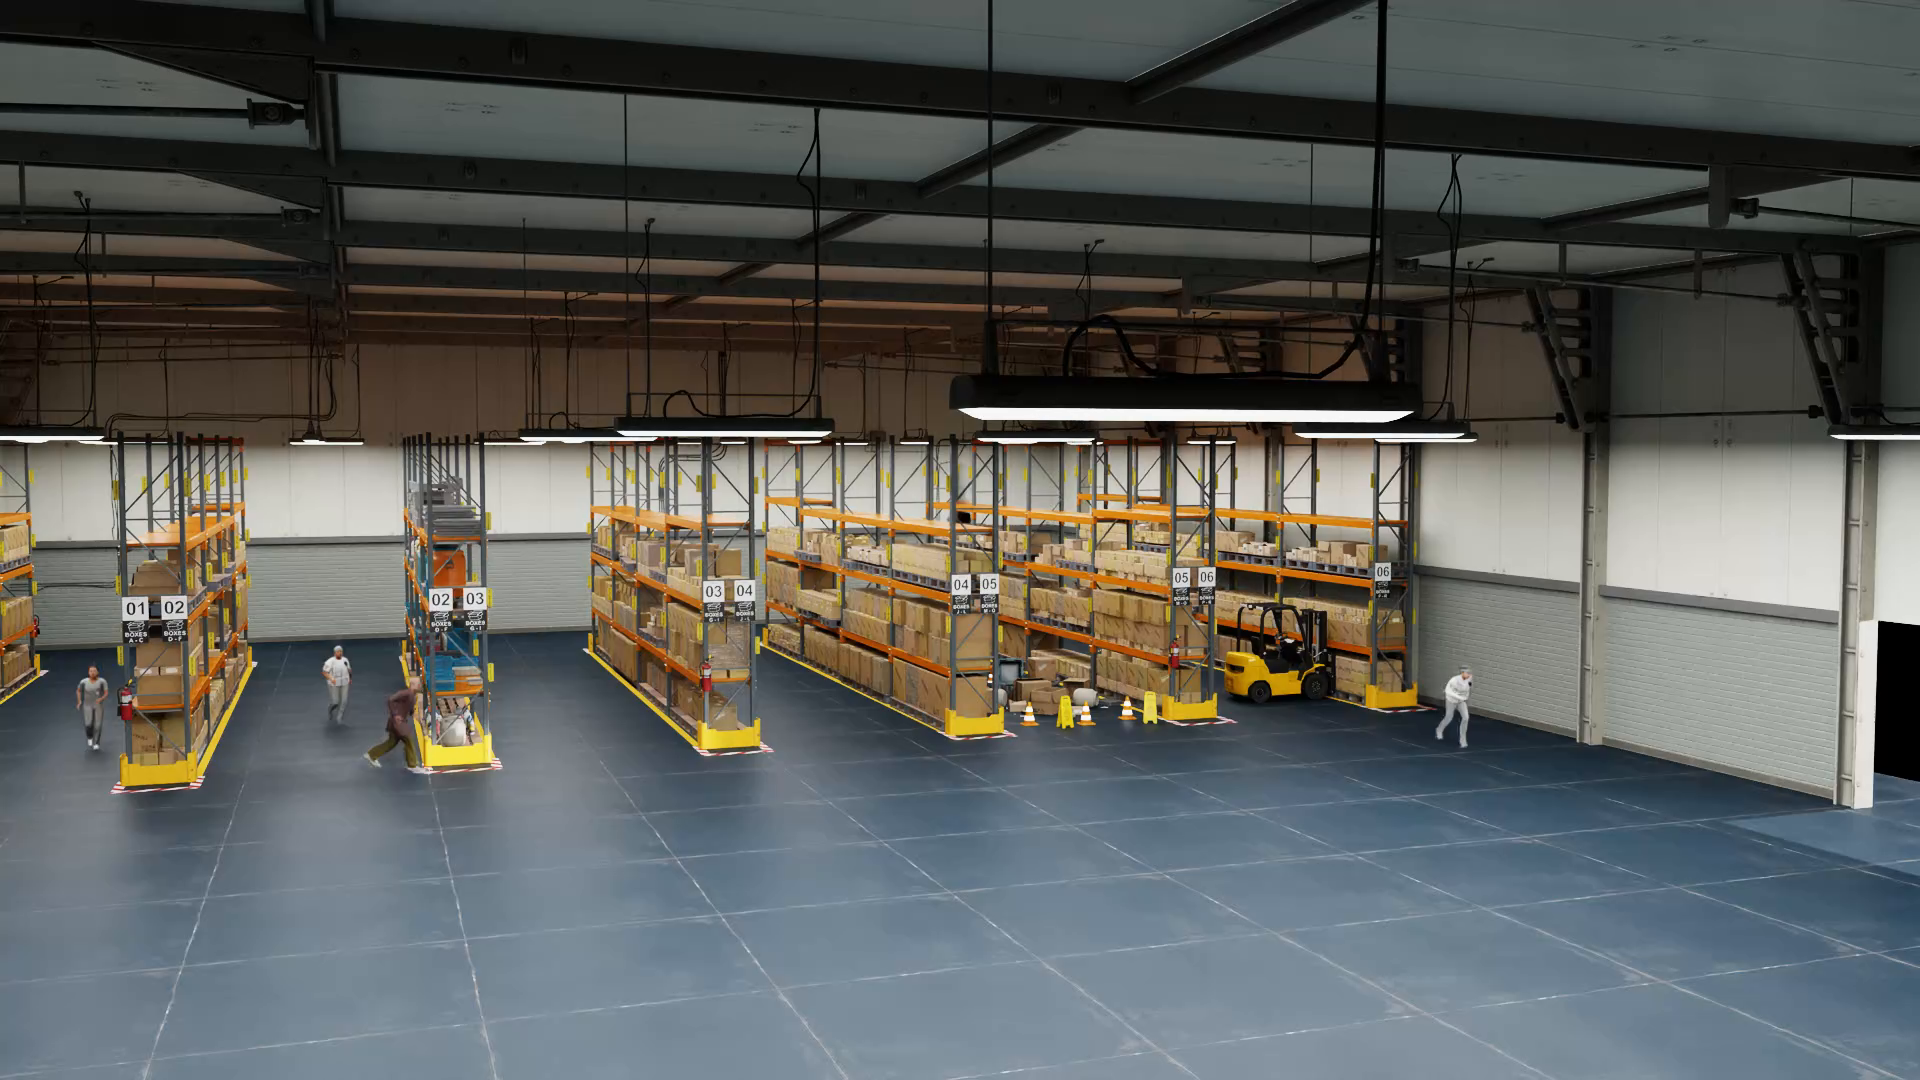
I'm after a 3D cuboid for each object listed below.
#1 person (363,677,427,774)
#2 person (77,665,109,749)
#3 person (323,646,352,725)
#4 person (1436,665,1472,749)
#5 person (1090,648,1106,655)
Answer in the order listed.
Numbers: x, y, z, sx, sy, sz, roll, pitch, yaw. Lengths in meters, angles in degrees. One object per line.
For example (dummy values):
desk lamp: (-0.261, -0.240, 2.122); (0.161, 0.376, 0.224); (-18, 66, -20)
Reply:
person: (-9.945, 3.272, 29.201); (1.094, 1.739, 0.747); (0, 3, 2)
person: (-16.373, 3.163, 31.399); (0.549, 1.618, 0.633); (-2, 3, -25)
person: (-12.896, 3.001, 34.483); (0.595, 1.622, 0.561); (-3, 4, -40)
person: (9.532, 3.180, 32.070); (0.658, 1.622, 0.966); (-1, 3, -22)
person: (3.849, 2.351, 45.868); (0.590, 1.770, 0.758); (-2, 4, -30)
